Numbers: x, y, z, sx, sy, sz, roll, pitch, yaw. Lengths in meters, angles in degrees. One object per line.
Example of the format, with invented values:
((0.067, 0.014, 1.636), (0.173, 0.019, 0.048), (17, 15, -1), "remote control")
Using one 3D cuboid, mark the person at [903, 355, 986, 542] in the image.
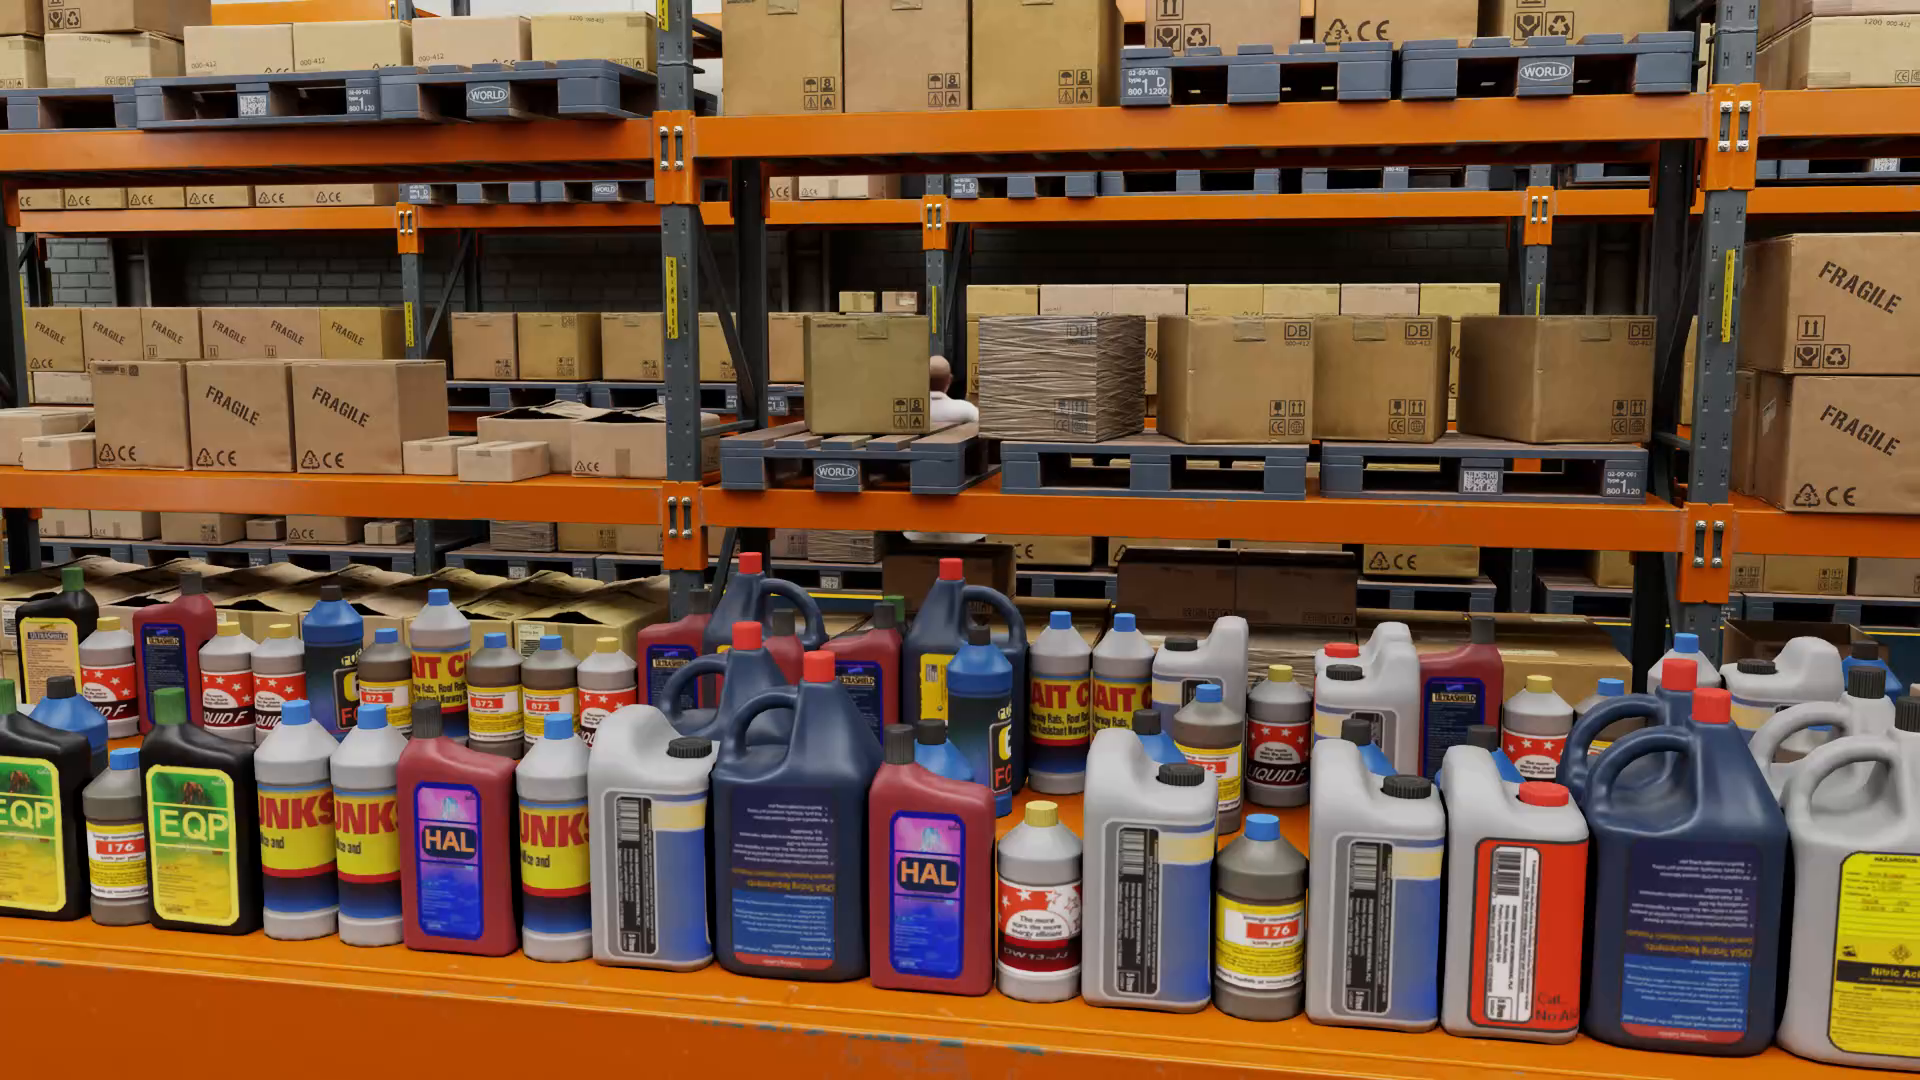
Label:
((-0.088, -0.233, 10.087), (0.529, 1.772, 0.552), (2, 8, 12), "person")
